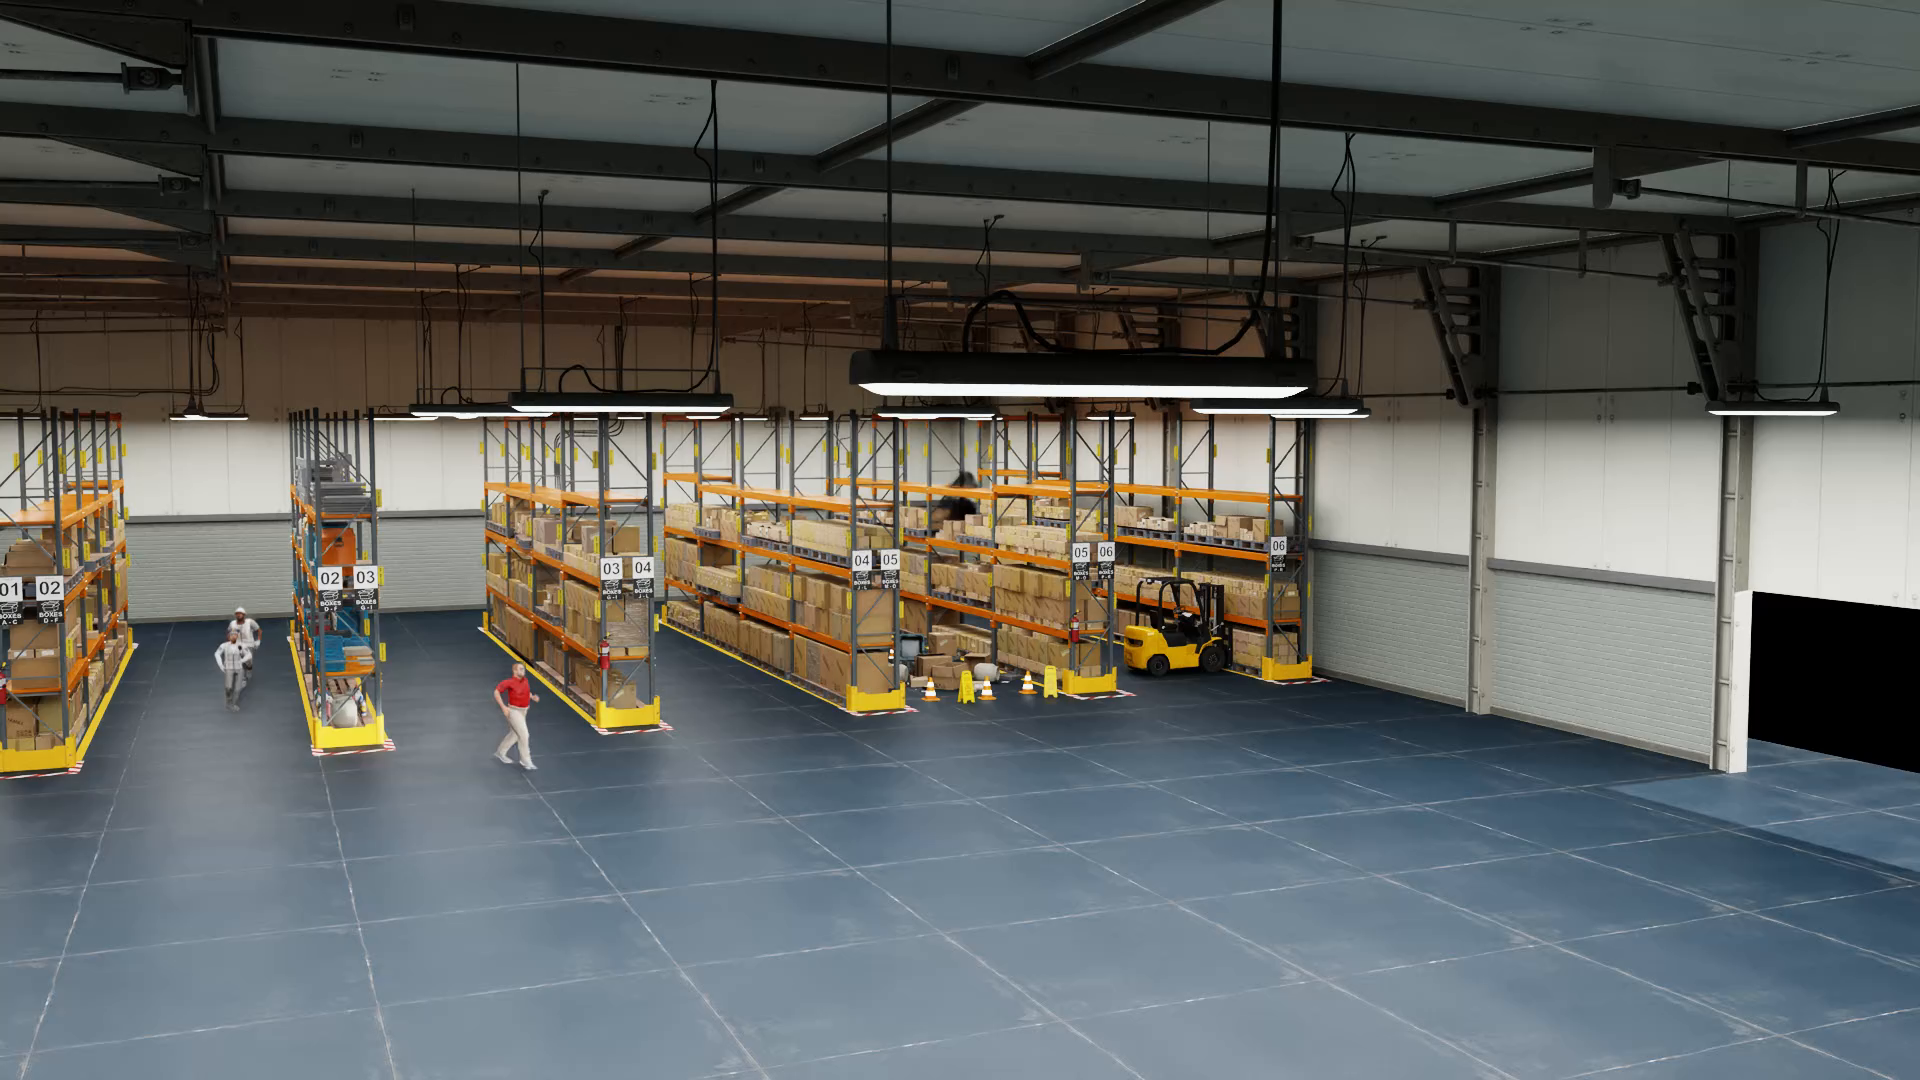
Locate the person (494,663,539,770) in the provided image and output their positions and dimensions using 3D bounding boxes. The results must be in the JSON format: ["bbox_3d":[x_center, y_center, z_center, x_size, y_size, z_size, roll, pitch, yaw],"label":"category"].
[{"bbox_3d":[-7.387,2.926,27.707,0.837,1.775,0.651,1,4,14],"label":"person"}]

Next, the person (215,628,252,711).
[{"bbox_3d":[-14.391,2.569,32.941,0.642,1.665,0.532,-2,4,-25],"label":"person"}]

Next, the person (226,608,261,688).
[{"bbox_3d":[-15.560,2.333,36.118,0.702,1.744,0.670,-1,4,-13],"label":"person"}]
